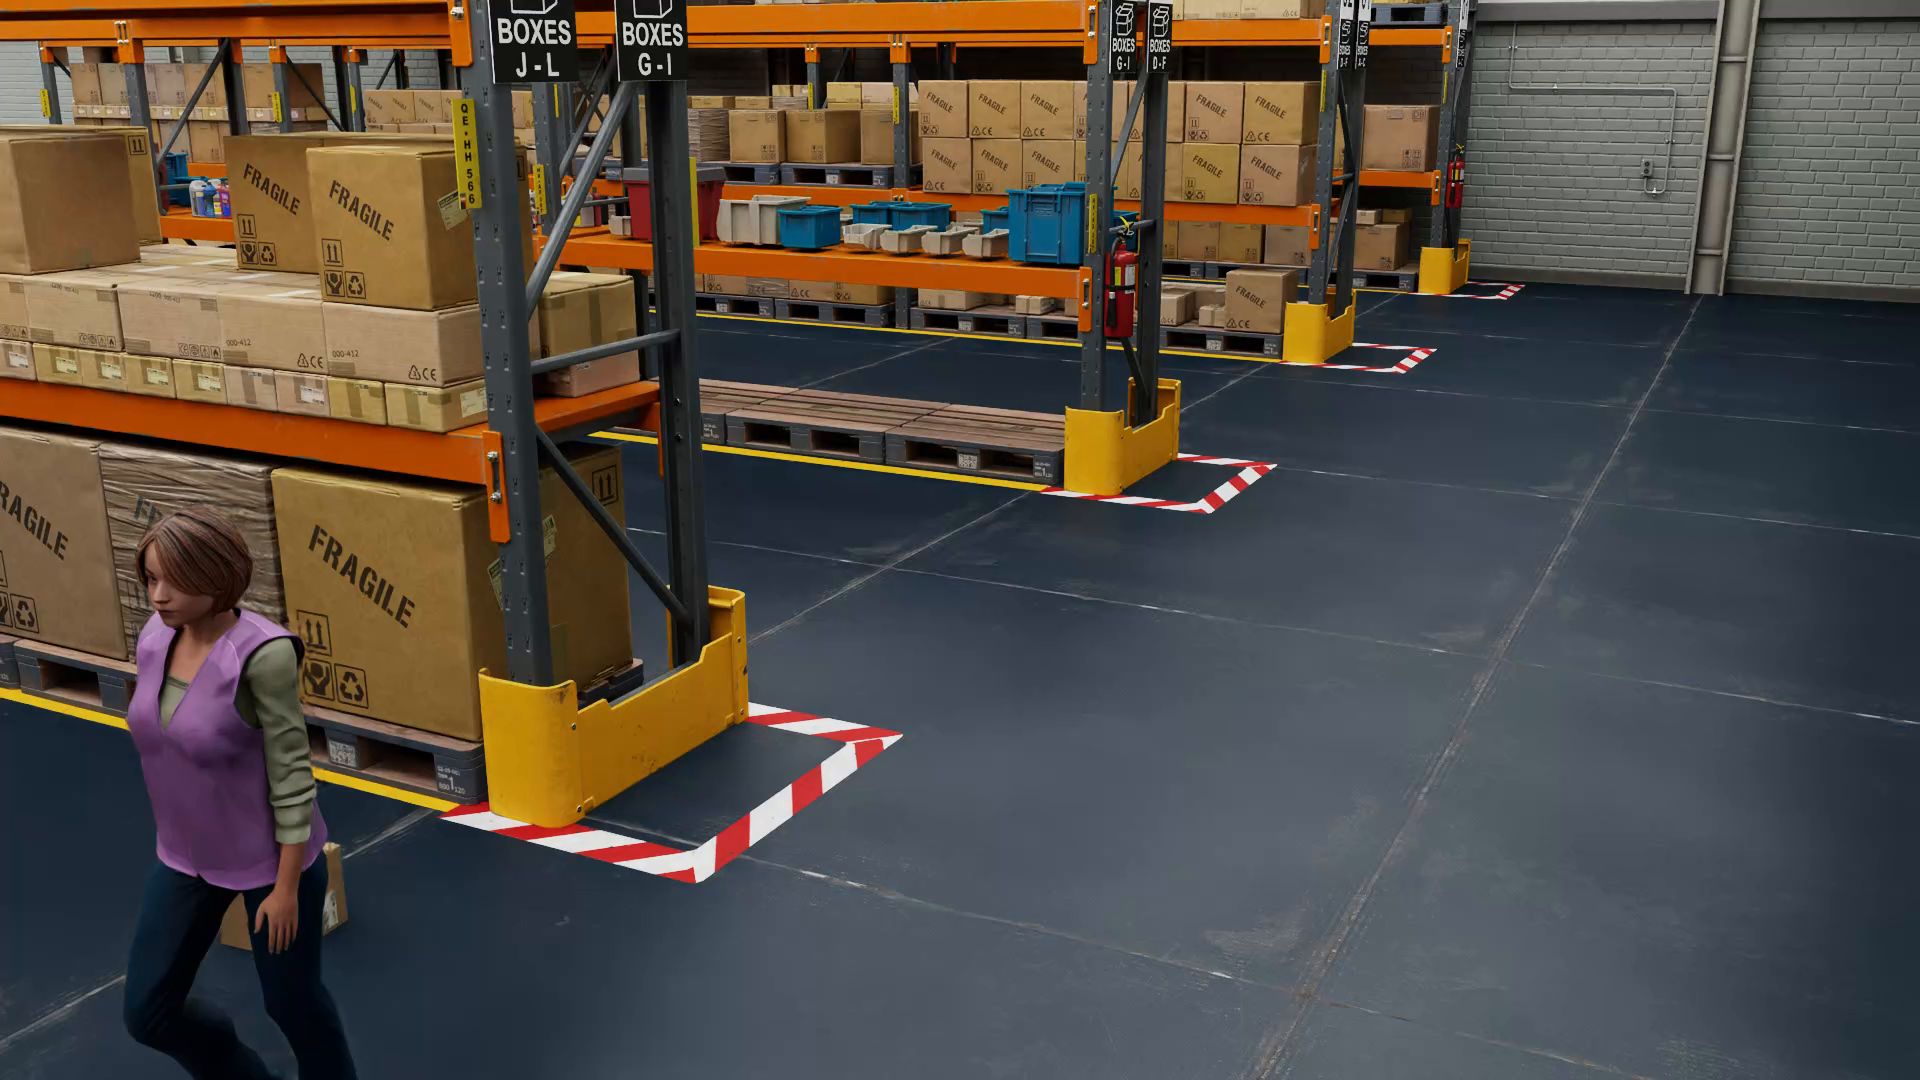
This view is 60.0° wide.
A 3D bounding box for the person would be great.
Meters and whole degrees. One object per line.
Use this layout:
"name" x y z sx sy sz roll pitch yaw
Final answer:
"person" -1.531 0.700 3.552 0.440 1.608 0.440 5 17 18
